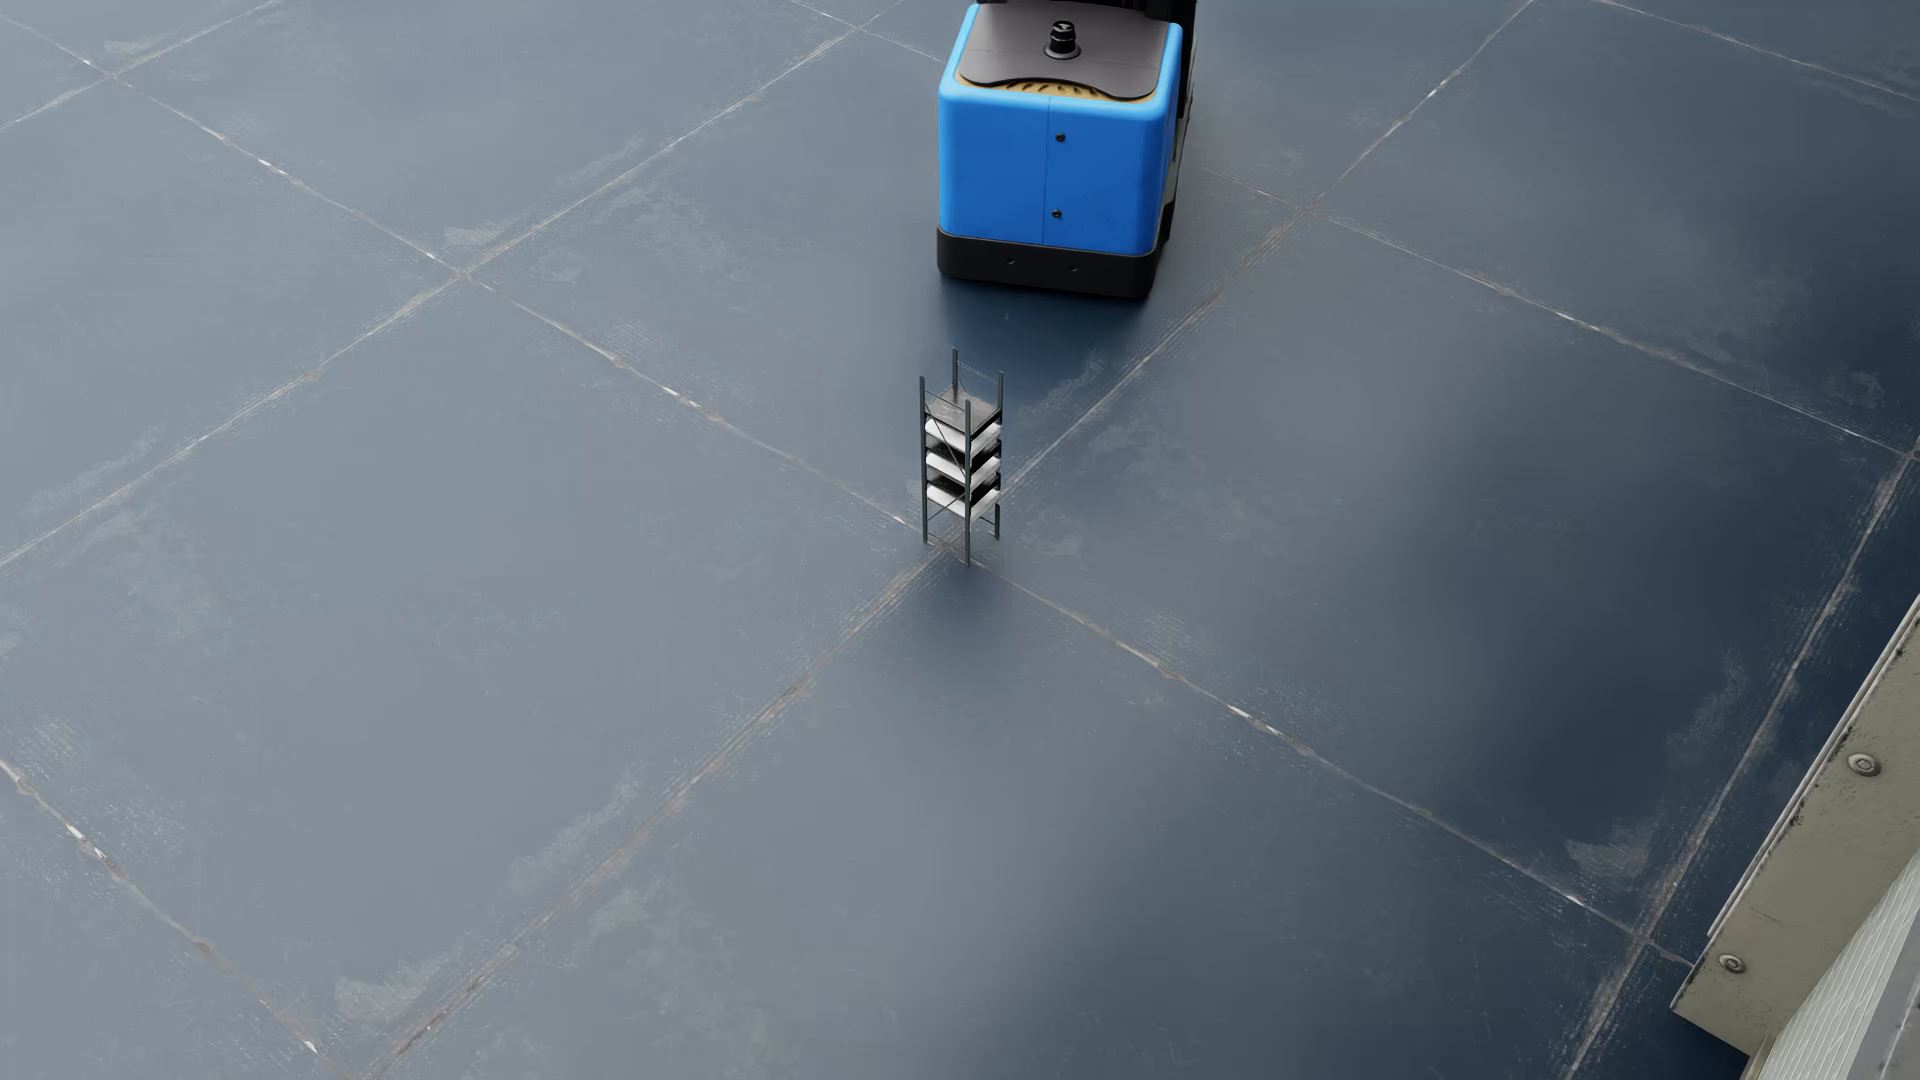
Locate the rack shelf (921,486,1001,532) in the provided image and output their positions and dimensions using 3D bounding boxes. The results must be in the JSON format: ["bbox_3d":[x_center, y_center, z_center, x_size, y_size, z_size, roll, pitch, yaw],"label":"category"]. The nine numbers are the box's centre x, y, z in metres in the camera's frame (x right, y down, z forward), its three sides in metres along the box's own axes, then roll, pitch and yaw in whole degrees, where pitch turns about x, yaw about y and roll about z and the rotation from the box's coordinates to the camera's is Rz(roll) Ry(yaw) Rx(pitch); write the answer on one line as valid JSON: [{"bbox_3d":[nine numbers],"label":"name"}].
[{"bbox_3d":[0.005,-0.168,6.748,0.258,0.077,0.200,29,53,25],"label":"rack shelf"}]

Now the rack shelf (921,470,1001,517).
[{"bbox_3d":[0.005,-0.230,6.683,0.258,0.077,0.200,29,53,25],"label":"rack shelf"}]

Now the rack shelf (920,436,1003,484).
[{"bbox_3d":[0.005,-0.355,6.553,0.258,0.077,0.200,29,53,25],"label":"rack shelf"}]

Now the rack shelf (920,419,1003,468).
[{"bbox_3d":[0.005,-0.417,6.488,0.258,0.077,0.200,29,53,25],"label":"rack shelf"}]

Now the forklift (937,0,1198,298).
[{"bbox_3d":[0.672,-3.248,7.990,1.130,2.935,3.031,8,47,7],"label":"forklift"}]

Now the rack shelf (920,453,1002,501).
[{"bbox_3d":[0.005,-0.292,6.618,0.258,0.077,0.200,29,53,25],"label":"rack shelf"}]

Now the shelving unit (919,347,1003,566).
[{"bbox_3d":[0.005,-0.315,6.594,0.258,0.900,0.210,29,53,25],"label":"shelving unit"}]

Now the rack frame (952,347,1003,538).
[{"bbox_3d":[0.067,-0.374,6.649,0.240,0.900,0.006,29,53,25],"label":"rack frame"}]

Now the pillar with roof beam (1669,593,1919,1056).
[{"bbox_3d":[-0.841,-3.522,4.055,9.100,9.000,0.400,29,53,25],"label":"pillar with roof beam"}]

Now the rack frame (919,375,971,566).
[{"bbox_3d":[-0.057,-0.257,6.538,0.240,0.900,0.006,29,53,25],"label":"rack frame"}]

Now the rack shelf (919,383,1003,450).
[{"bbox_3d":[0.005,-0.479,6.423,0.258,0.077,0.200,29,53,25],"label":"rack shelf"}]
